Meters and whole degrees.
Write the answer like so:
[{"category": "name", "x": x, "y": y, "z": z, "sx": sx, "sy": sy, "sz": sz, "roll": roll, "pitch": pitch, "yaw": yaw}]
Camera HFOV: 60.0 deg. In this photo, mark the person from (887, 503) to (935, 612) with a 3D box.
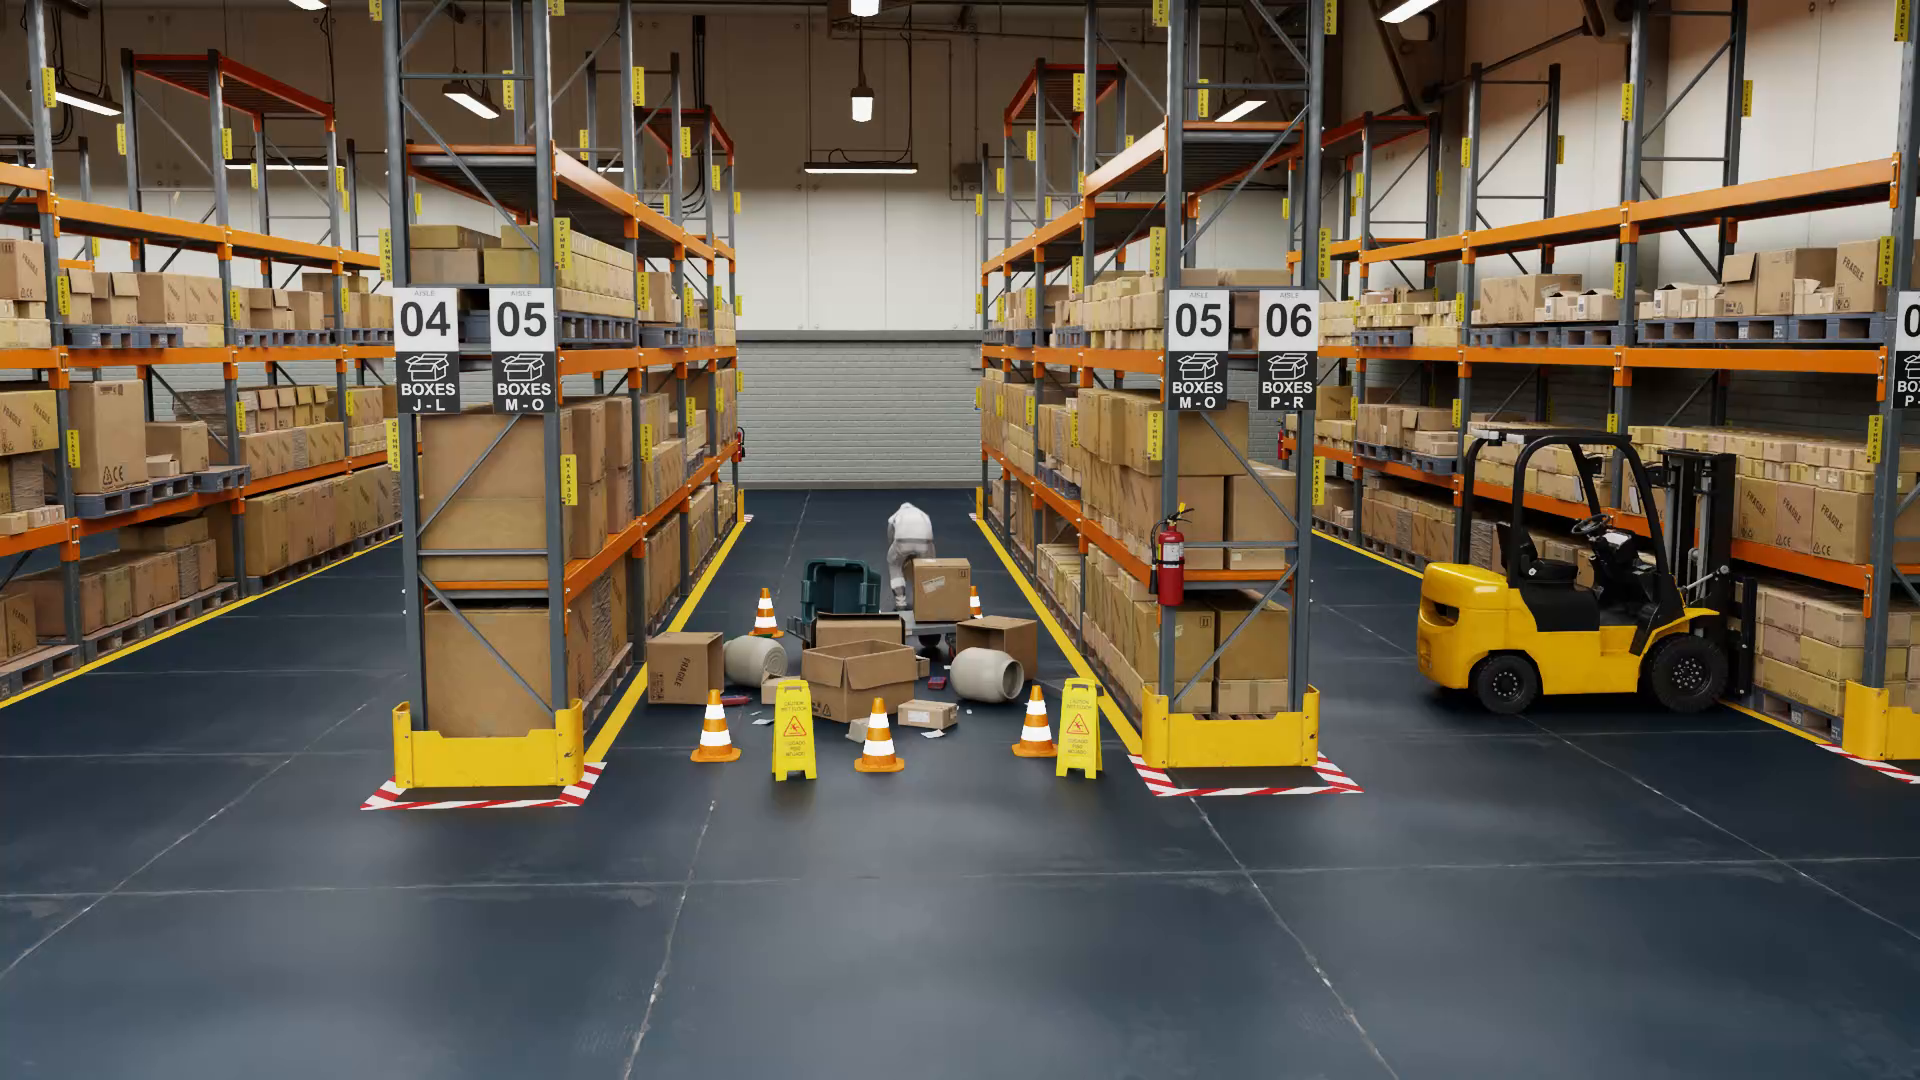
[{"category": "person", "x": -0.535, "y": 0.187, "z": 17.919, "sx": 0.520, "sy": 1.113, "sz": 0.953, "roll": -1, "pitch": 7, "yaw": -6}]
